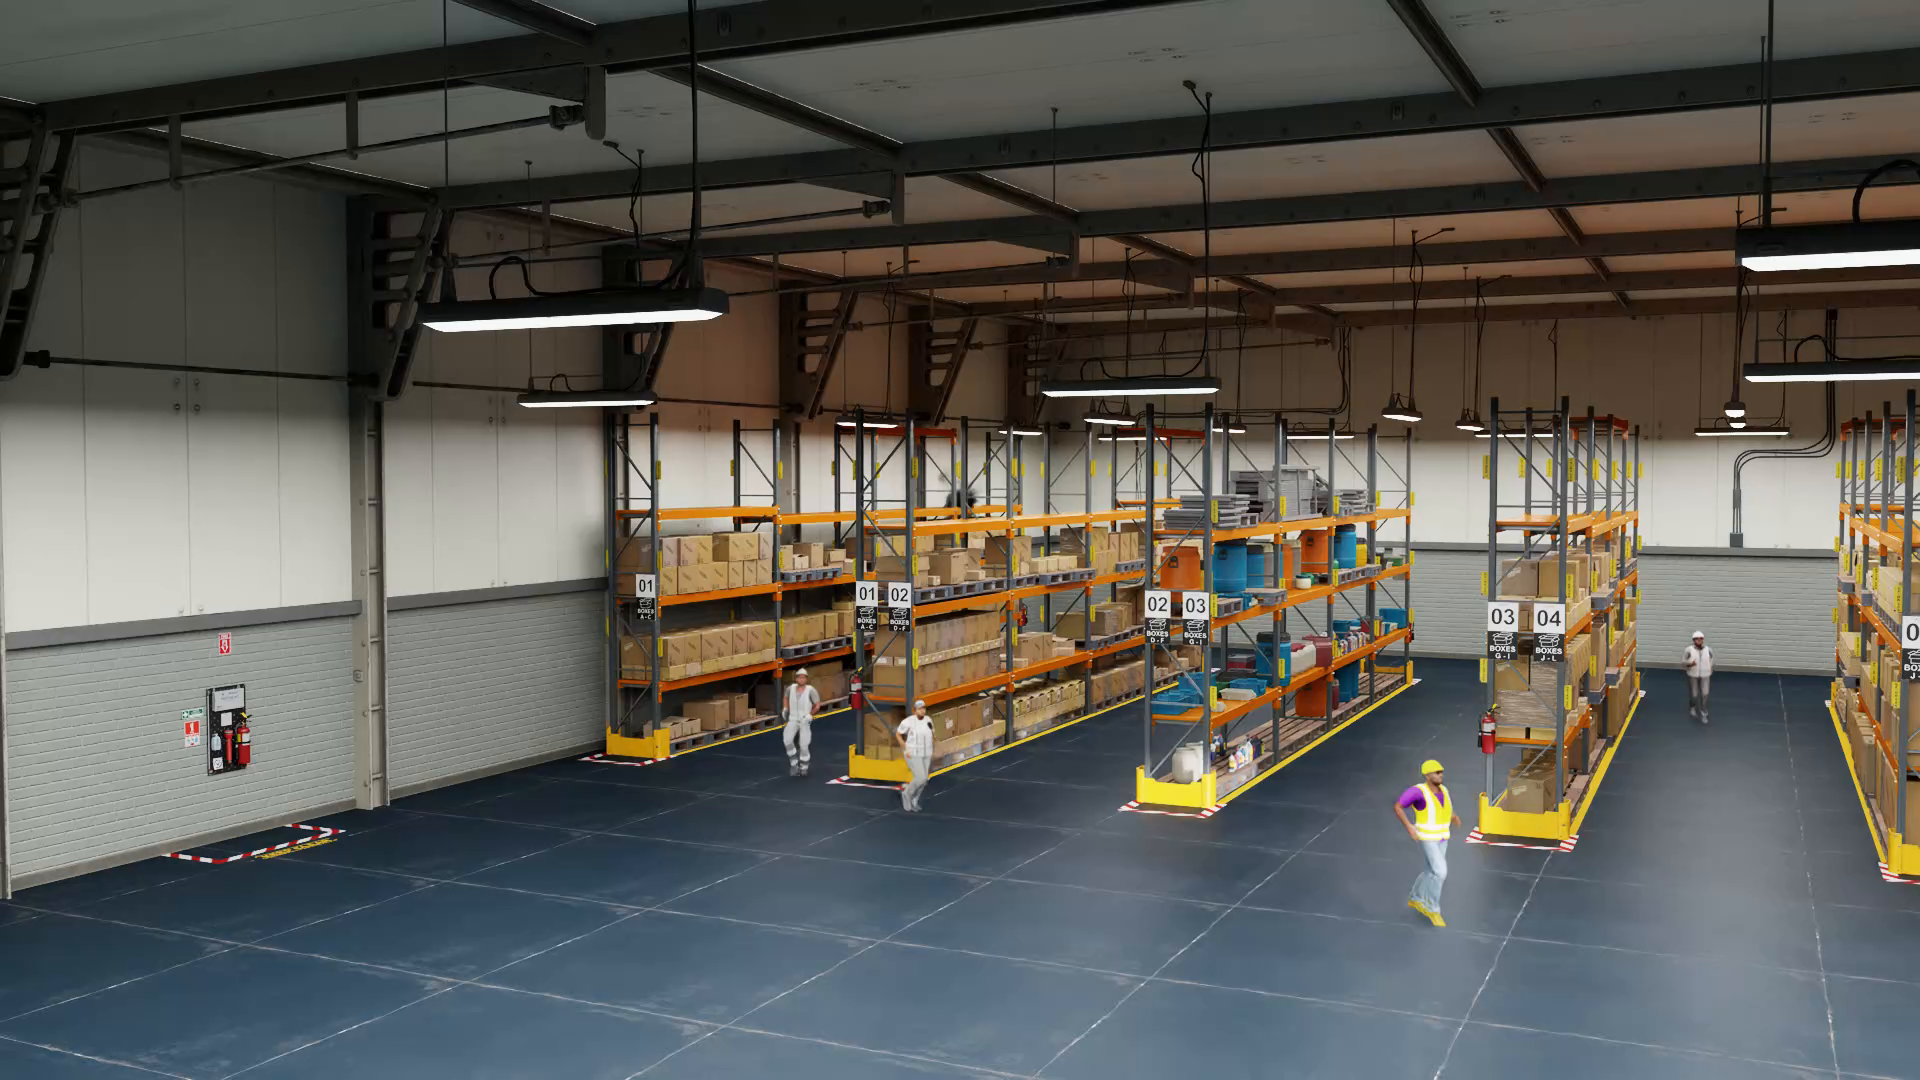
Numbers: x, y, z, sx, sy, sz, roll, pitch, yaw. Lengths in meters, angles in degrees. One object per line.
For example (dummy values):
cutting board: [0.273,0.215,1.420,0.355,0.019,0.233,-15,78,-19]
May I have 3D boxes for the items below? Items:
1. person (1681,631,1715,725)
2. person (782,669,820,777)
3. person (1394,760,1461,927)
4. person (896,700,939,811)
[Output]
person: [14.677,2.714,33.067,0.656,1.800,0.934,1,2,15]
person: [-2.616,2.976,27.115,0.674,1.761,0.629,0,2,11]
person: [5.233,3.357,18.465,0.695,1.836,0.668,-2,3,-35]
person: [-0.571,3.156,24.313,0.586,1.633,0.592,-2,3,-36]
